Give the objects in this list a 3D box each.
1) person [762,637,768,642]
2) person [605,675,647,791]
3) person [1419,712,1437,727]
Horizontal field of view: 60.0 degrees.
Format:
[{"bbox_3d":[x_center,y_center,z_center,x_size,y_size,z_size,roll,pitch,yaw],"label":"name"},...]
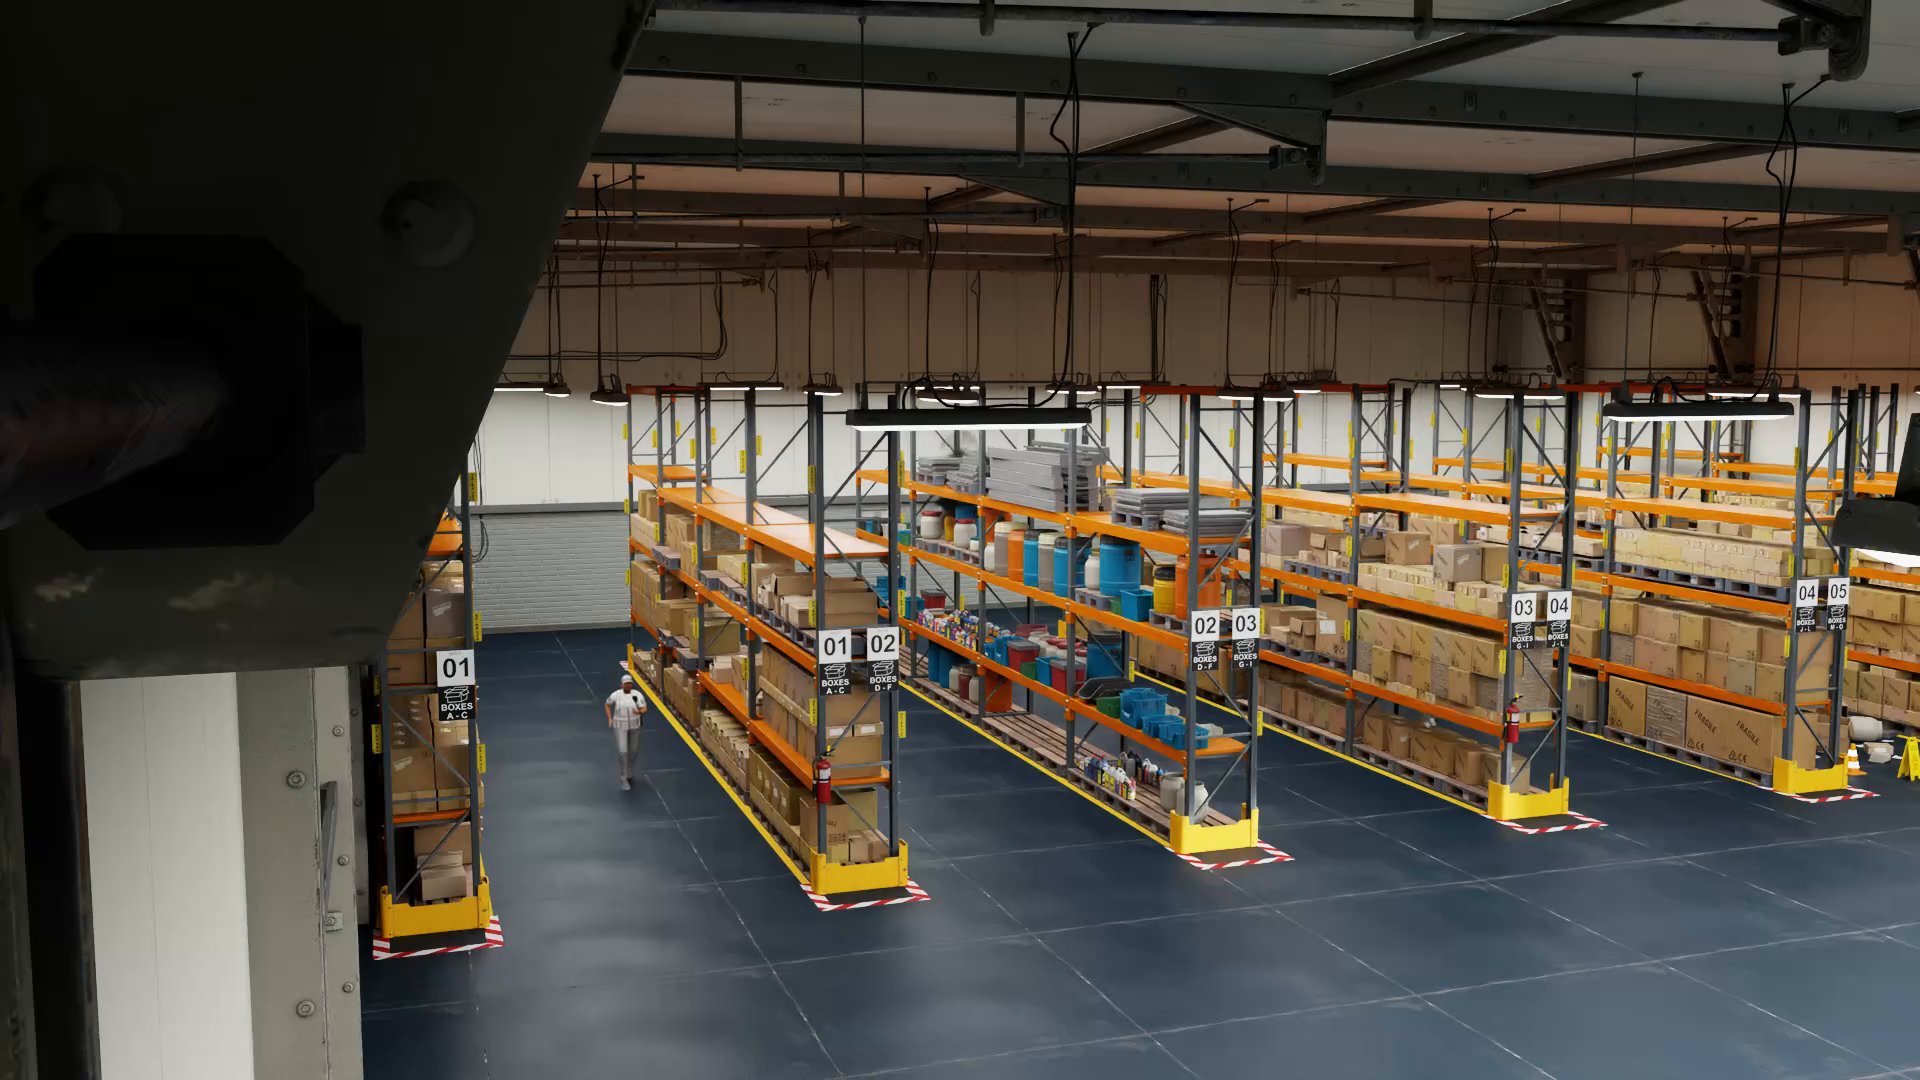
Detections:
[{"bbox_3d":[-3.867,1.820,33.906,0.710,1.771,0.594,-4,7,-34],"label":"person"},{"bbox_3d":[-5.057,2.892,25.284,0.589,1.698,0.830,-3,6,-23],"label":"person"},{"bbox_3d":[8.323,2.496,29.259,0.578,1.624,0.599,-2,6,-20],"label":"person"}]
